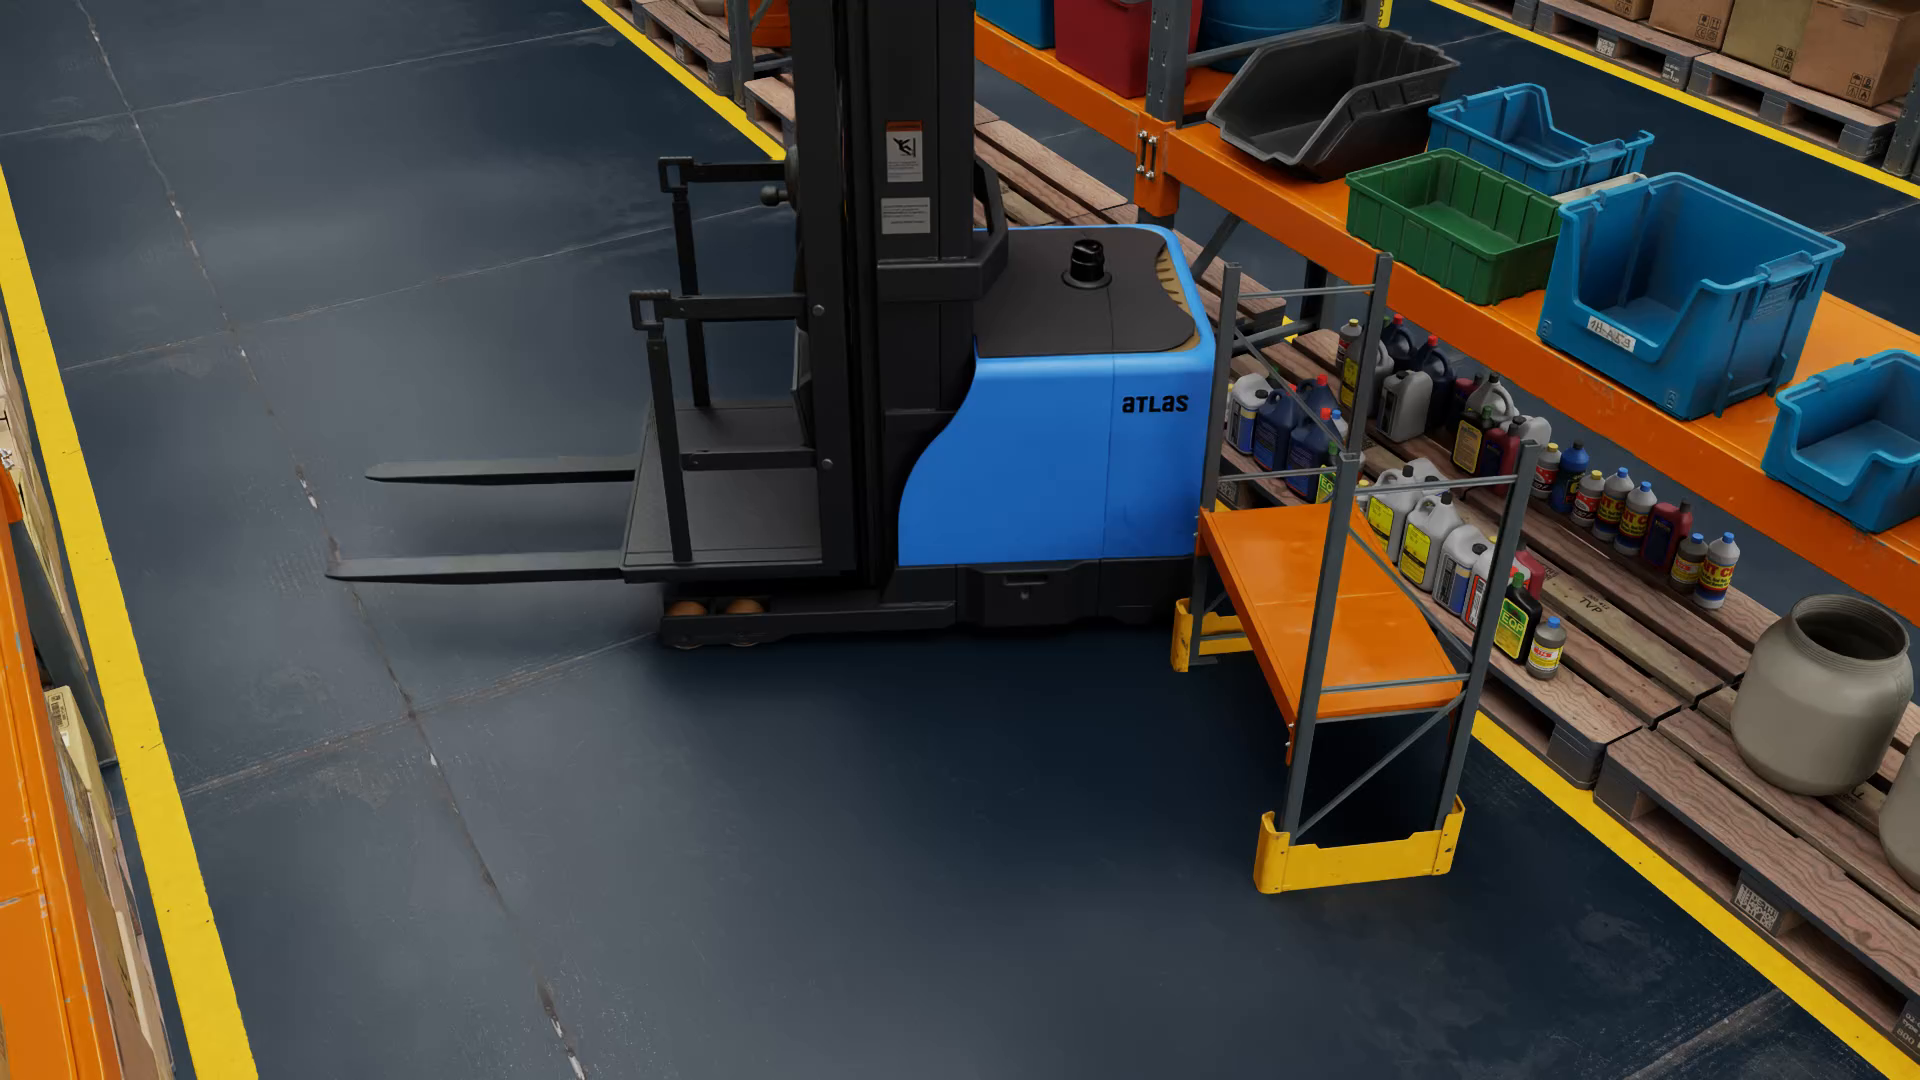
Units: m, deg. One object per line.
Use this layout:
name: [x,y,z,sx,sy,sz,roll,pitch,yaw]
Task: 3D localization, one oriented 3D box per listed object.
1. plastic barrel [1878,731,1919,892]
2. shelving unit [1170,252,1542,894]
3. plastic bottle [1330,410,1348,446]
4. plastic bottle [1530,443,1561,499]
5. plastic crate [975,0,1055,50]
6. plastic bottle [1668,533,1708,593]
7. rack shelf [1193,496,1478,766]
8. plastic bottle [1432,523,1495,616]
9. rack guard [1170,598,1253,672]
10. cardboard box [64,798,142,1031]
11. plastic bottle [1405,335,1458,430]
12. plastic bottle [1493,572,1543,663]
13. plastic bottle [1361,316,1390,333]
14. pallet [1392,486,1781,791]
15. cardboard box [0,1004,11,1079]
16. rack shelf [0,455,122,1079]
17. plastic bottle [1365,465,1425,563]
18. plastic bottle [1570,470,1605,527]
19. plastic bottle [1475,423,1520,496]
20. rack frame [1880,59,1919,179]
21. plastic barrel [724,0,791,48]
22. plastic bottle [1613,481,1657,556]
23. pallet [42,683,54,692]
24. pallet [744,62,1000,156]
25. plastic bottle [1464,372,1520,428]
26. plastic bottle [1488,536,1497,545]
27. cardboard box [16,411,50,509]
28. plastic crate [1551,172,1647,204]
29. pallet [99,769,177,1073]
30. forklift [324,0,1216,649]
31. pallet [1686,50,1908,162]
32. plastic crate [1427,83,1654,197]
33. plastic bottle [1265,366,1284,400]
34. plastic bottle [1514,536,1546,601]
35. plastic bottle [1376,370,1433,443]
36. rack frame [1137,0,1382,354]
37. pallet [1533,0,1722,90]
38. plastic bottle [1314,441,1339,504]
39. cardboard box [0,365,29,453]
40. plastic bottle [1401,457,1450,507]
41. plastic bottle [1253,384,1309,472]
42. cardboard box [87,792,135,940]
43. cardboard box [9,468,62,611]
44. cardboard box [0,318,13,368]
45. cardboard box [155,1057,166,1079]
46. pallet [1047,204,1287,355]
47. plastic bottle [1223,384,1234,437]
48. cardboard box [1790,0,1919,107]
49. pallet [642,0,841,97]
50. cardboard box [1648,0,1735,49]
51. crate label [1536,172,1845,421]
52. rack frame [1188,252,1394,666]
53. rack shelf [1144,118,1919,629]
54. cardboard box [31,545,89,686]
plastic barrel: [2.761,0.708,4.491,0.421,0.512,0.421,0,36,0]
shelving unit: [1.084,0.086,4.861,0.587,1.500,1.083,-5,36,-7]
plastic bottle: [1.372,-0.357,6.136,0.097,0.271,0.097,0,36,0]
plastic bottle: [2.141,-0.260,6.062,0.097,0.201,0.097,0,36,0]
plastic crate: [0.325,-2.318,6.894,0.392,0.384,0.575,-19,40,-24]
plastic bottle: [2.464,0.068,5.613,0.097,0.201,0.097,0,36,0]
rack shelf: [1.085,0.236,4.960,0.538,0.185,1.000,-5,36,-7]
plastic bottle: [1.683,0.094,5.514,0.152,0.276,0.135,-20,41,-25]
rack guard: [1.013,0.300,5.627,0.587,0.250,0.087,-5,36,-7]
cardboard box: [-2.219,0.934,3.768,0.500,0.500,0.500,-19,40,-24]
plastic bottle: [1.817,-0.621,6.430,0.144,0.351,0.185,-21,41,-26]
plastic bottle: [1.782,0.244,5.302,0.061,0.283,0.133,-18,40,-23]
plastic bottle: [1.675,-0.787,6.715,0.061,0.283,0.133,-17,39,-22]
pallet: [2.067,0.250,5.729,1.003,0.211,1.213,-19,40,-24]
cardboard box: [-1.863,0.848,2.461,0.700,0.500,0.500,-19,40,-24]
rack shelf: [-2.132,0.922,3.054,1.077,0.370,4.000,-19,40,-24]
plastic bottle: [1.503,-0.114,5.736,0.144,0.351,0.185,-19,40,-24]
plastic bottle: [2.244,-0.155,5.919,0.097,0.201,0.097,0,36,0]
plastic bottle: [1.966,-0.313,6.066,0.061,0.283,0.133,-19,40,-24]
rack frame: [5.431,-3.322,8.255,1.000,3.000,0.127,-19,40,-24]
plastic barrel: [-1.122,-3.432,9.889,0.600,0.830,0.708,-19,40,-24]
plastic bottle: [2.344,-0.082,5.759,0.097,0.271,0.097,0,36,0]
pallet: [-3.540,0.374,5.559,1.003,0.211,1.213,-19,40,-24]
pallet: [-0.506,-2.361,9.304,1.003,0.211,1.213,-19,40,-24]
plastic bottle: [1.980,-0.456,6.205,0.144,0.351,0.185,-19,40,-24]
plastic bottle: [1.782,0.078,5.600,0.097,0.201,0.097,0,36,0]
cardboard box: [-3.643,-0.251,6.025,0.500,0.250,0.500,-20,41,-25]
plastic crate: [2.183,-0.995,5.292,0.530,0.136,0.437,-19,40,-24]
pallet: [-2.773,1.156,4.488,1.003,0.211,1.213,-19,40,-24]
forklift: [-0.690,-1.129,5.311,3.031,2.935,1.130,-2,36,-3]
pallet: [5.038,-2.592,9.620,1.003,0.211,1.213,-19,40,-24]
plastic crate: [1.939,-1.310,5.627,0.499,0.251,0.616,-19,40,-24]
plastic bottle: [1.207,-0.517,6.345,0.061,0.283,0.133,-19,40,-24]
plastic bottle: [1.845,0.130,5.459,0.061,0.283,0.133,-19,40,-24]
plastic bottle: [1.702,-0.534,6.374,0.152,0.276,0.135,-19,40,-24]
rack frame: [1.148,-1.854,6.245,1.000,3.000,0.127,-19,40,-24]
pallet: [4.421,-3.215,10.473,1.003,0.211,1.213,-19,40,-24]
plastic bottle: [1.337,-0.207,5.921,0.061,0.283,0.133,-17,39,-22]
cardboard box: [-3.637,-0.479,5.862,0.500,0.311,0.500,-20,41,-25]
plastic bottle: [1.619,-0.141,5.836,0.152,0.276,0.135,-19,40,-24]
plastic bottle: [1.195,-0.427,6.165,0.144,0.351,0.185,-18,40,-23]
cardboard box: [-2.472,0.982,4.337,0.500,0.250,0.500,-19,40,-24]
cardboard box: [-3.129,0.042,5.150,0.500,0.311,0.500,-19,40,-24]
cardboard box: [-4.159,-0.772,6.739,0.500,0.250,0.500,-18,40,-23]
cardboard box: [-1.956,1.488,3.645,0.500,0.250,0.500,-19,40,-24]
pallet: [0.720,-1.117,7.600,1.003,0.211,1.213,-19,40,-24]
plastic bottle: [1.031,-0.506,6.398,0.097,0.201,0.097,0,36,0]
cardboard box: [5.141,-2.809,9.300,0.700,0.500,0.500,-22,42,-27]
pallet: [-1.294,-3.158,10.394,1.003,0.211,1.213,-19,40,-24]
cardboard box: [4.636,-3.343,10.031,0.700,0.500,0.500,-23,42,-28]
crate label: [1.999,-0.687,4.617,0.502,0.435,0.616,-19,40,-24]
rack frame: [1.013,-0.206,5.260,0.500,1.500,0.032,-5,36,-7]
rack shelf: [2.153,-0.544,5.061,1.077,0.370,4.000,-19,40,-24]
cardboard box: [-3.125,0.274,5.307,0.500,0.250,0.500,-20,41,-25]
